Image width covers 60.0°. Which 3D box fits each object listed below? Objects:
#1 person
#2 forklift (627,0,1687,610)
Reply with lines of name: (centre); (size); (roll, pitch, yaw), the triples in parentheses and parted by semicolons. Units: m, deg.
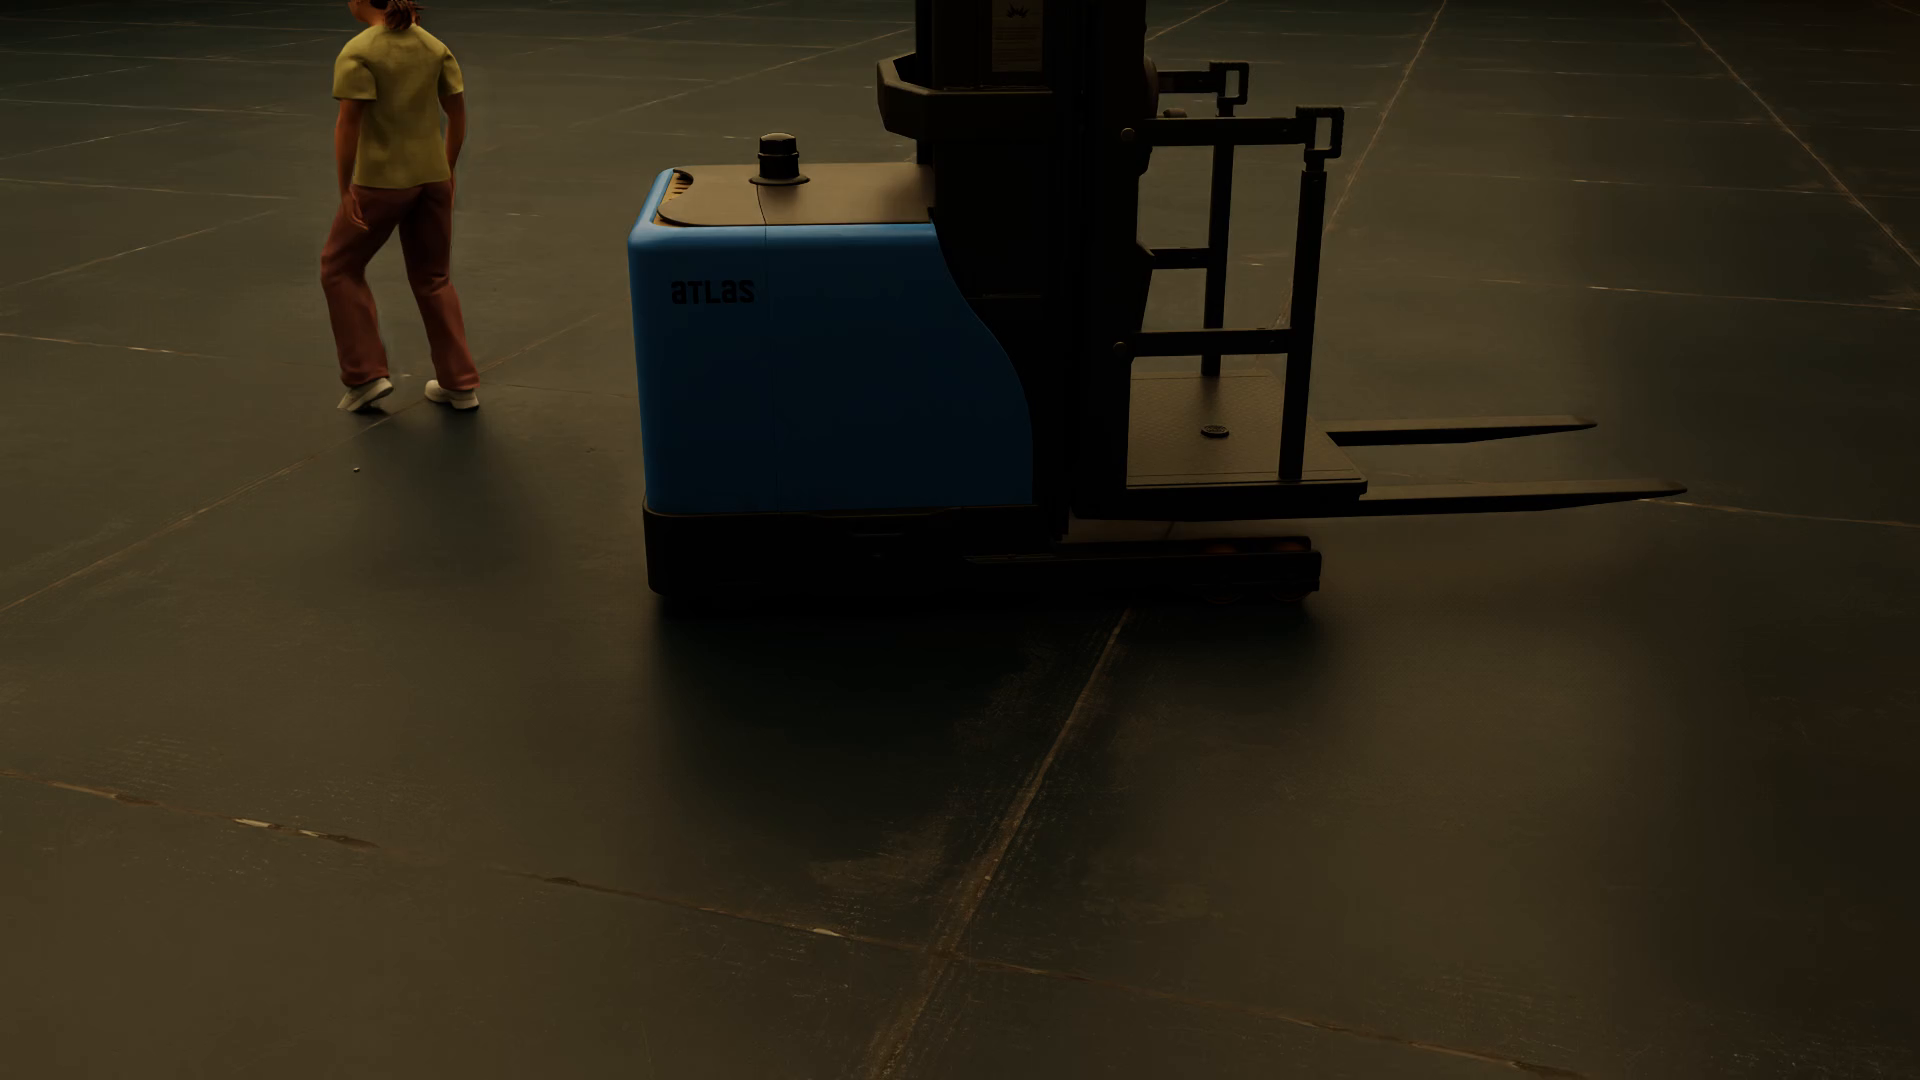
person: (-2.067, -1.270, 6.111); (0.497, 1.710, 0.564); (16, 27, 34)
forklift: (0.606, -1.374, 4.608); (3.031, 2.935, 1.130); (-2, 23, -4)
